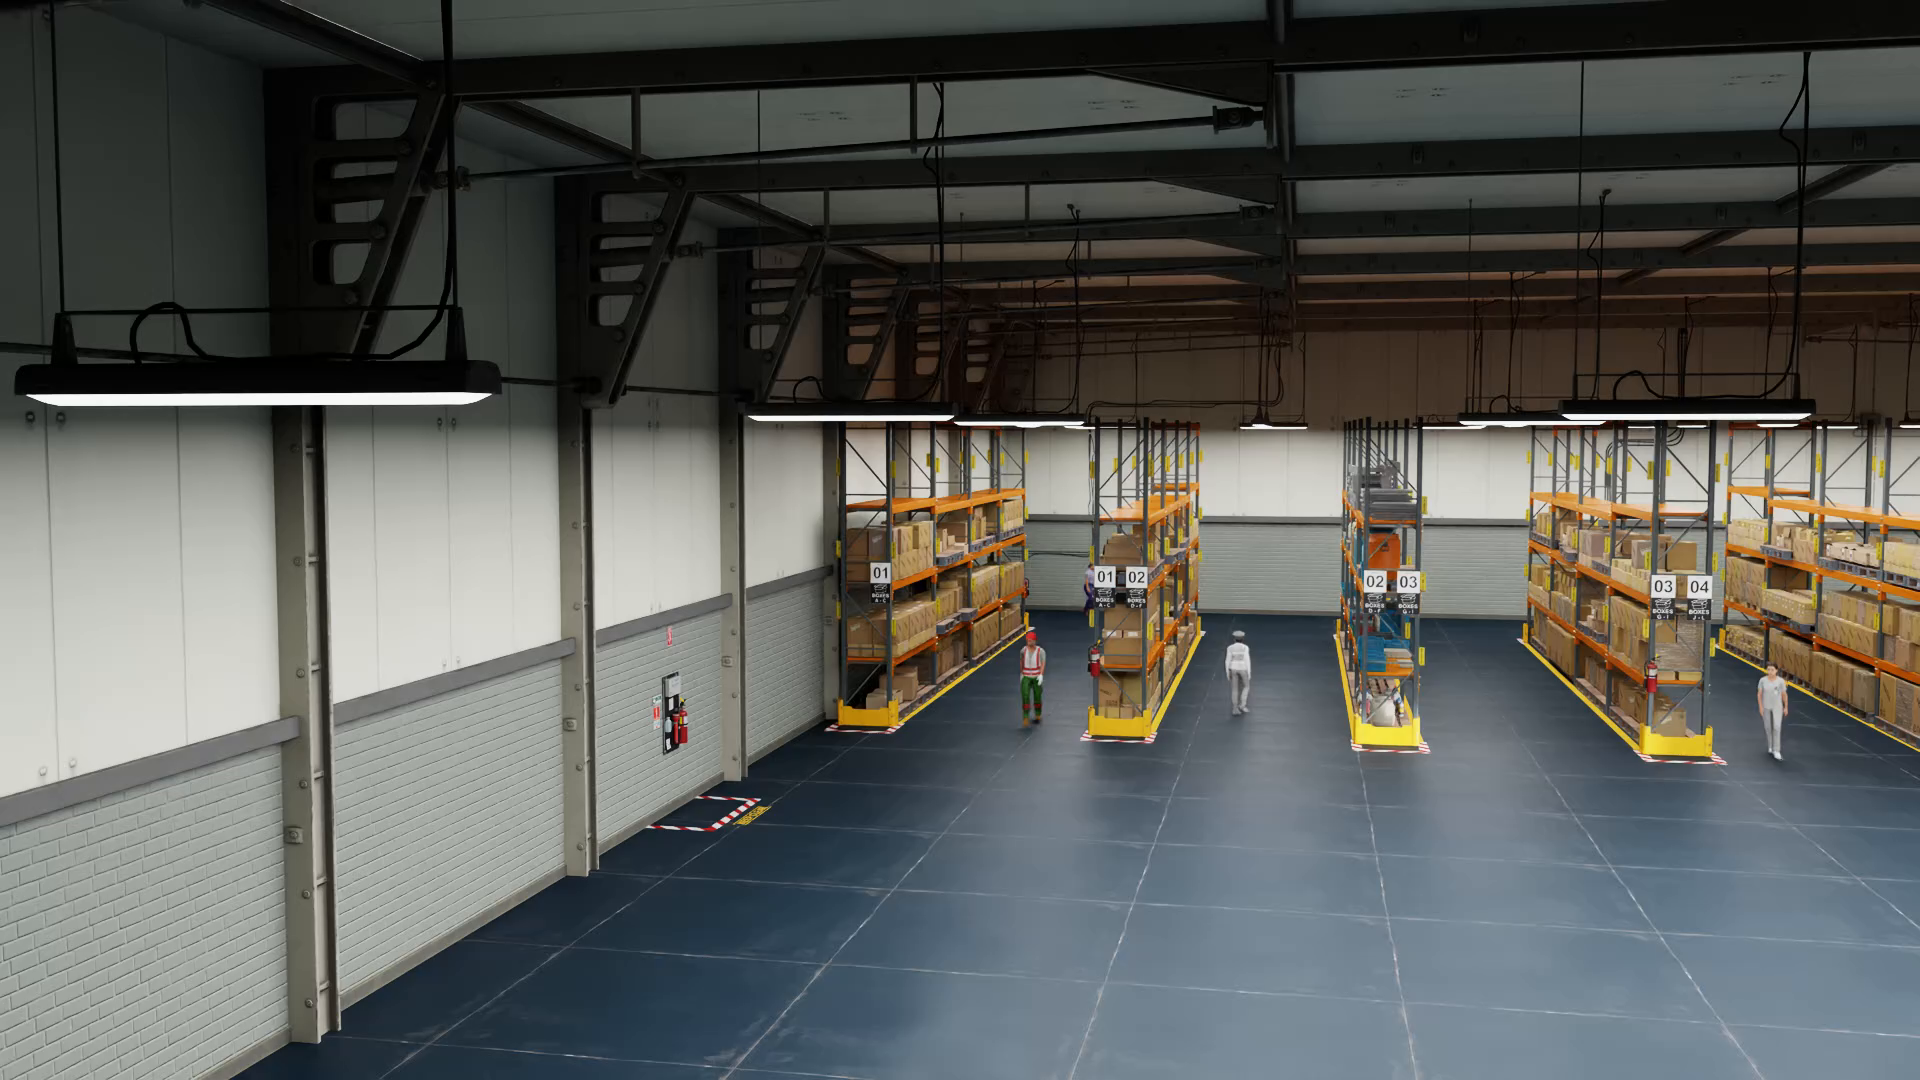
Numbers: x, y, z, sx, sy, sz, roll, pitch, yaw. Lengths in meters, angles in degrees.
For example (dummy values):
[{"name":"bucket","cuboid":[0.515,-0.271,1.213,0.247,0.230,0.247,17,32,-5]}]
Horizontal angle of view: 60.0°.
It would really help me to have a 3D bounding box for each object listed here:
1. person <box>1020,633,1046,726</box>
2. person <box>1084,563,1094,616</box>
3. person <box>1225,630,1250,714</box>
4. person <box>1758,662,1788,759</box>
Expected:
[{"name":"person","cuboid":[1.412,2.709,32.664,0.551,1.776,0.852,1,4,15]},{"name":"person","cuboid":[4.104,1.544,52.063,0.383,1.687,0.537,2,4,33]},{"name":"person","cuboid":[5.649,2.686,33.772,0.522,1.678,0.500,2,4,23]},{"name":"person","cuboid":[14.330,2.974,29.348,0.504,1.638,0.871,3,5,38]}]
